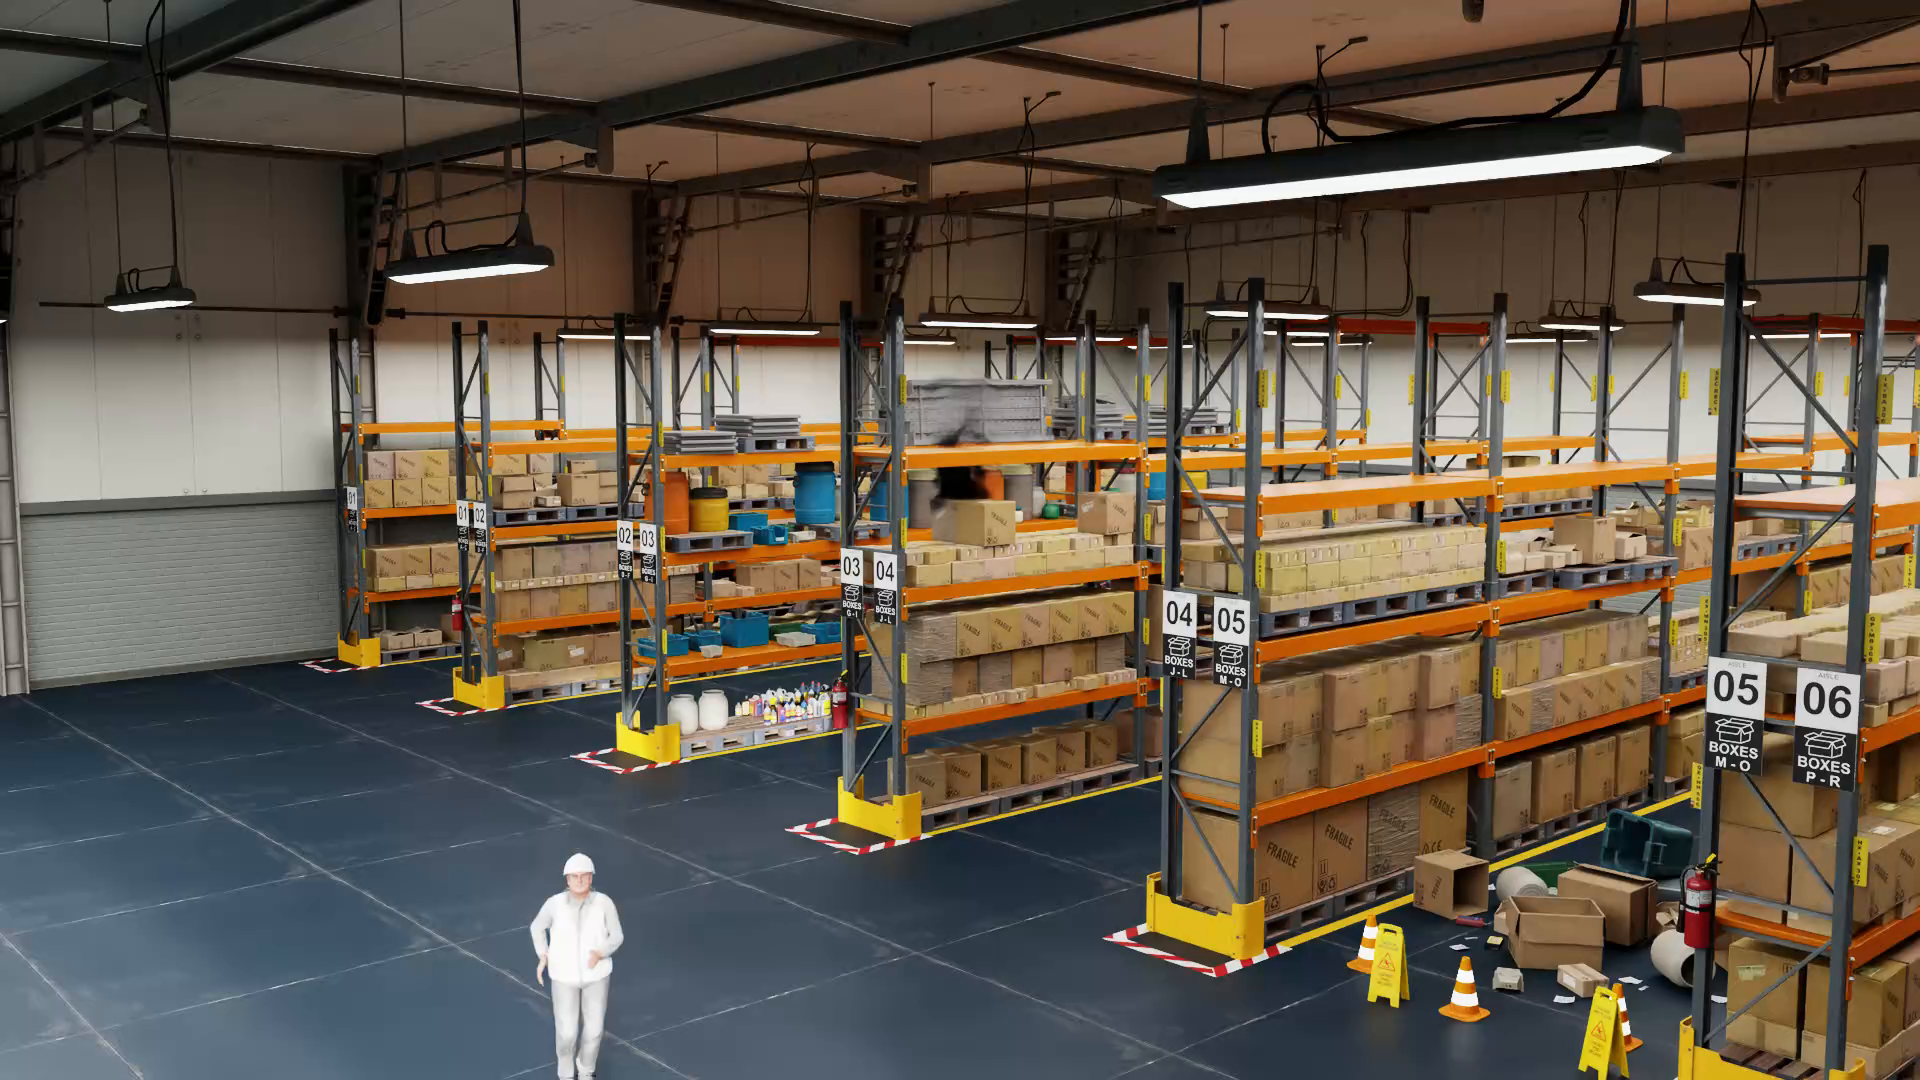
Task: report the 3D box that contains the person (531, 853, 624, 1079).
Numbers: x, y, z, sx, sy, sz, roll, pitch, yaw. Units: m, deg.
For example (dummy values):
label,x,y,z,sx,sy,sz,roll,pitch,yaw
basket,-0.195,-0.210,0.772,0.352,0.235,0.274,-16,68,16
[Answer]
label,x,y,z,sx,sy,sz,roll,pitch,yaw
person,-2.729,3.120,11.906,0.645,1.731,0.605,-2,6,-16

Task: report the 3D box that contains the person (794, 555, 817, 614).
label,x,y,z,sx,sy,sz,roll,pitch,yaw
person,-2.974,1.129,32.442,0.647,1.700,0.653,-5,7,-39
